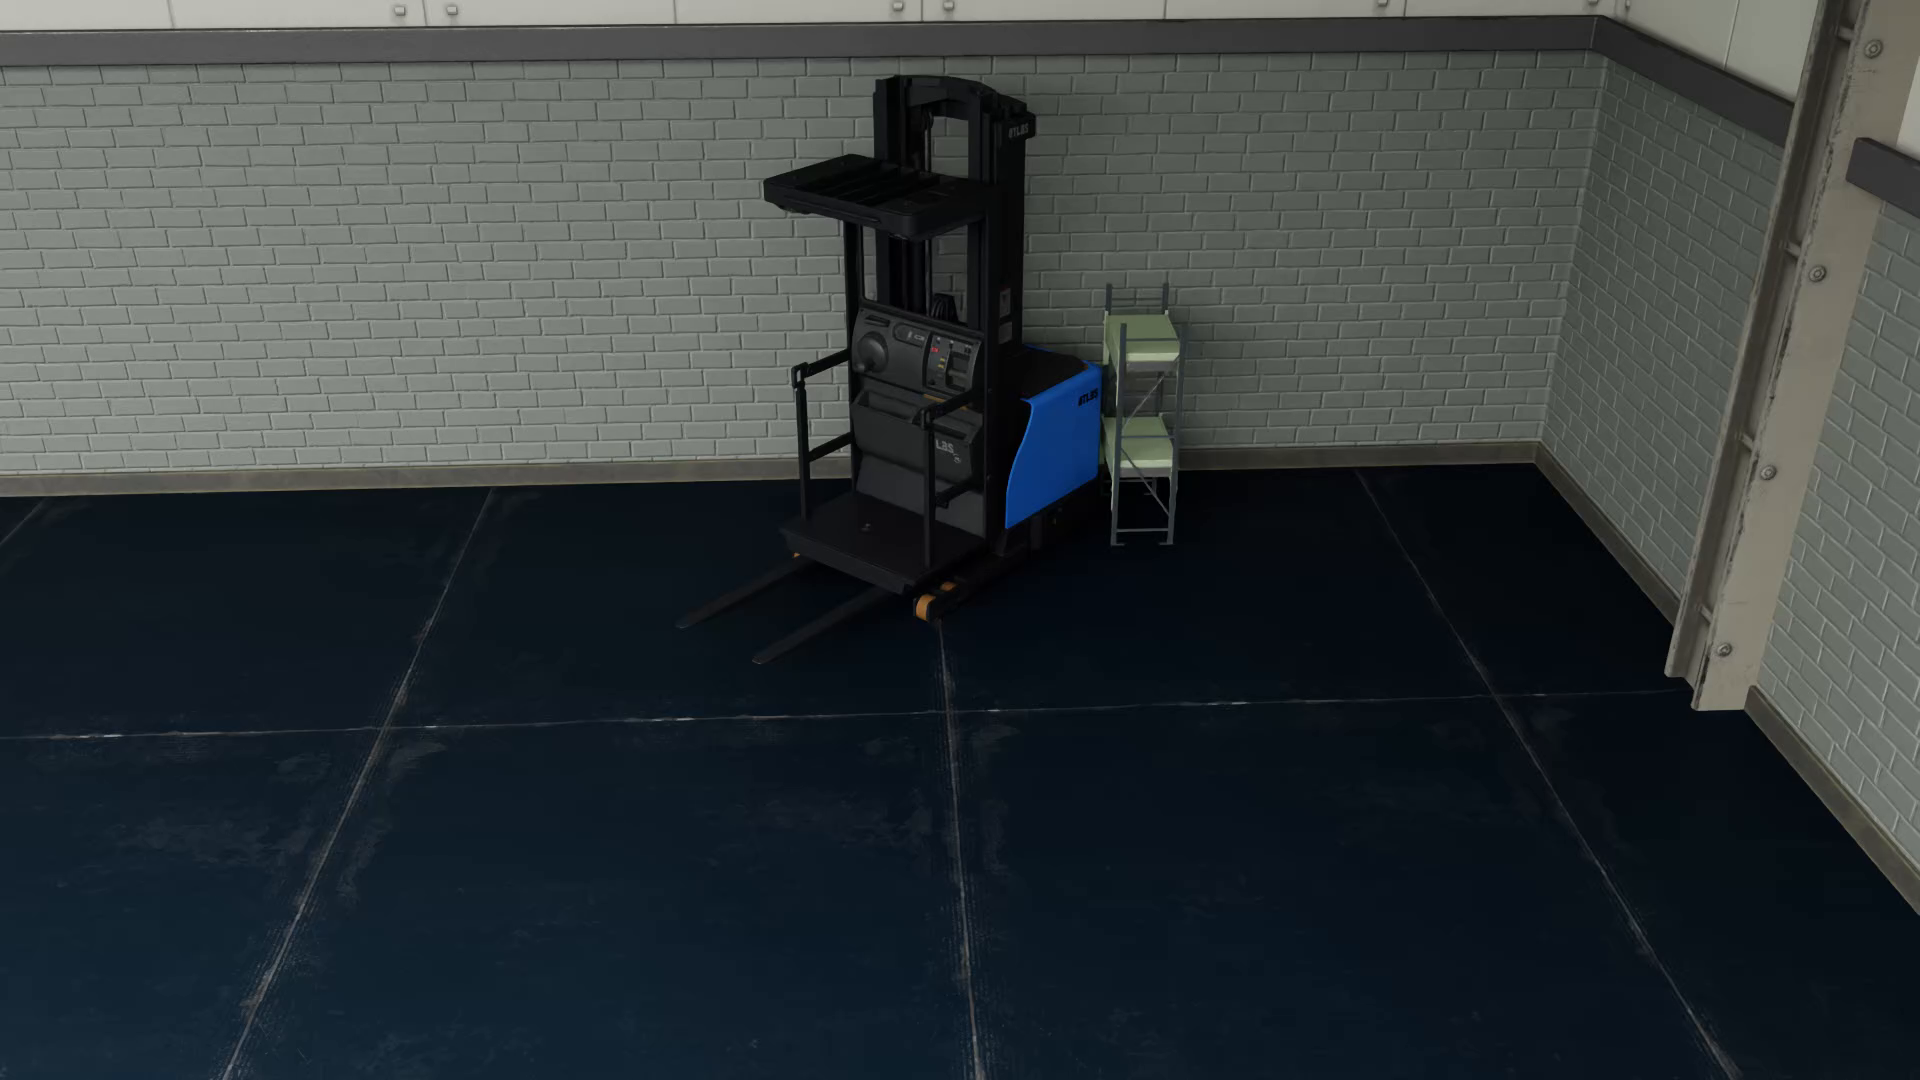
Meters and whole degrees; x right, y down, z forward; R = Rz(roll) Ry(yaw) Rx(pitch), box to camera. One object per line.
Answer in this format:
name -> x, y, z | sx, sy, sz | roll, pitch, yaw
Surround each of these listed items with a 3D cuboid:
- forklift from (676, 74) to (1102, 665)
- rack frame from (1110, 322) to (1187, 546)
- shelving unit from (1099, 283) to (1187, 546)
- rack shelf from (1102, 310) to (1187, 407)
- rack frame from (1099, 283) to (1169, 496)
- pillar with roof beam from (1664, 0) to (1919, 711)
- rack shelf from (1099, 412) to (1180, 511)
forklift -> -0.393, -1.074, 9.639 | 1.130, 2.935, 3.031 | 20, 34, 34
rack frame -> 1.168, -0.638, 10.351 | 0.400, 1.500, 0.023 | -1, 28, -2
shelving unit -> 1.154, -0.807, 10.675 | 0.431, 1.500, 0.755 | -1, 28, -2
rack shelf -> 1.153, -1.153, 10.494 | 0.431, 0.370, 0.720 | -1, 28, -2
rack frame -> 1.139, -0.976, 10.999 | 0.400, 1.500, 0.023 | -1, 28, -2
pillar with roof beam -> -0.188, -3.059, 6.885 | 9.100, 9.000, 0.400 | -1, 28, -3
rack shelf -> 1.154, -0.518, 10.826 | 0.431, 0.370, 0.720 | -1, 28, -2
